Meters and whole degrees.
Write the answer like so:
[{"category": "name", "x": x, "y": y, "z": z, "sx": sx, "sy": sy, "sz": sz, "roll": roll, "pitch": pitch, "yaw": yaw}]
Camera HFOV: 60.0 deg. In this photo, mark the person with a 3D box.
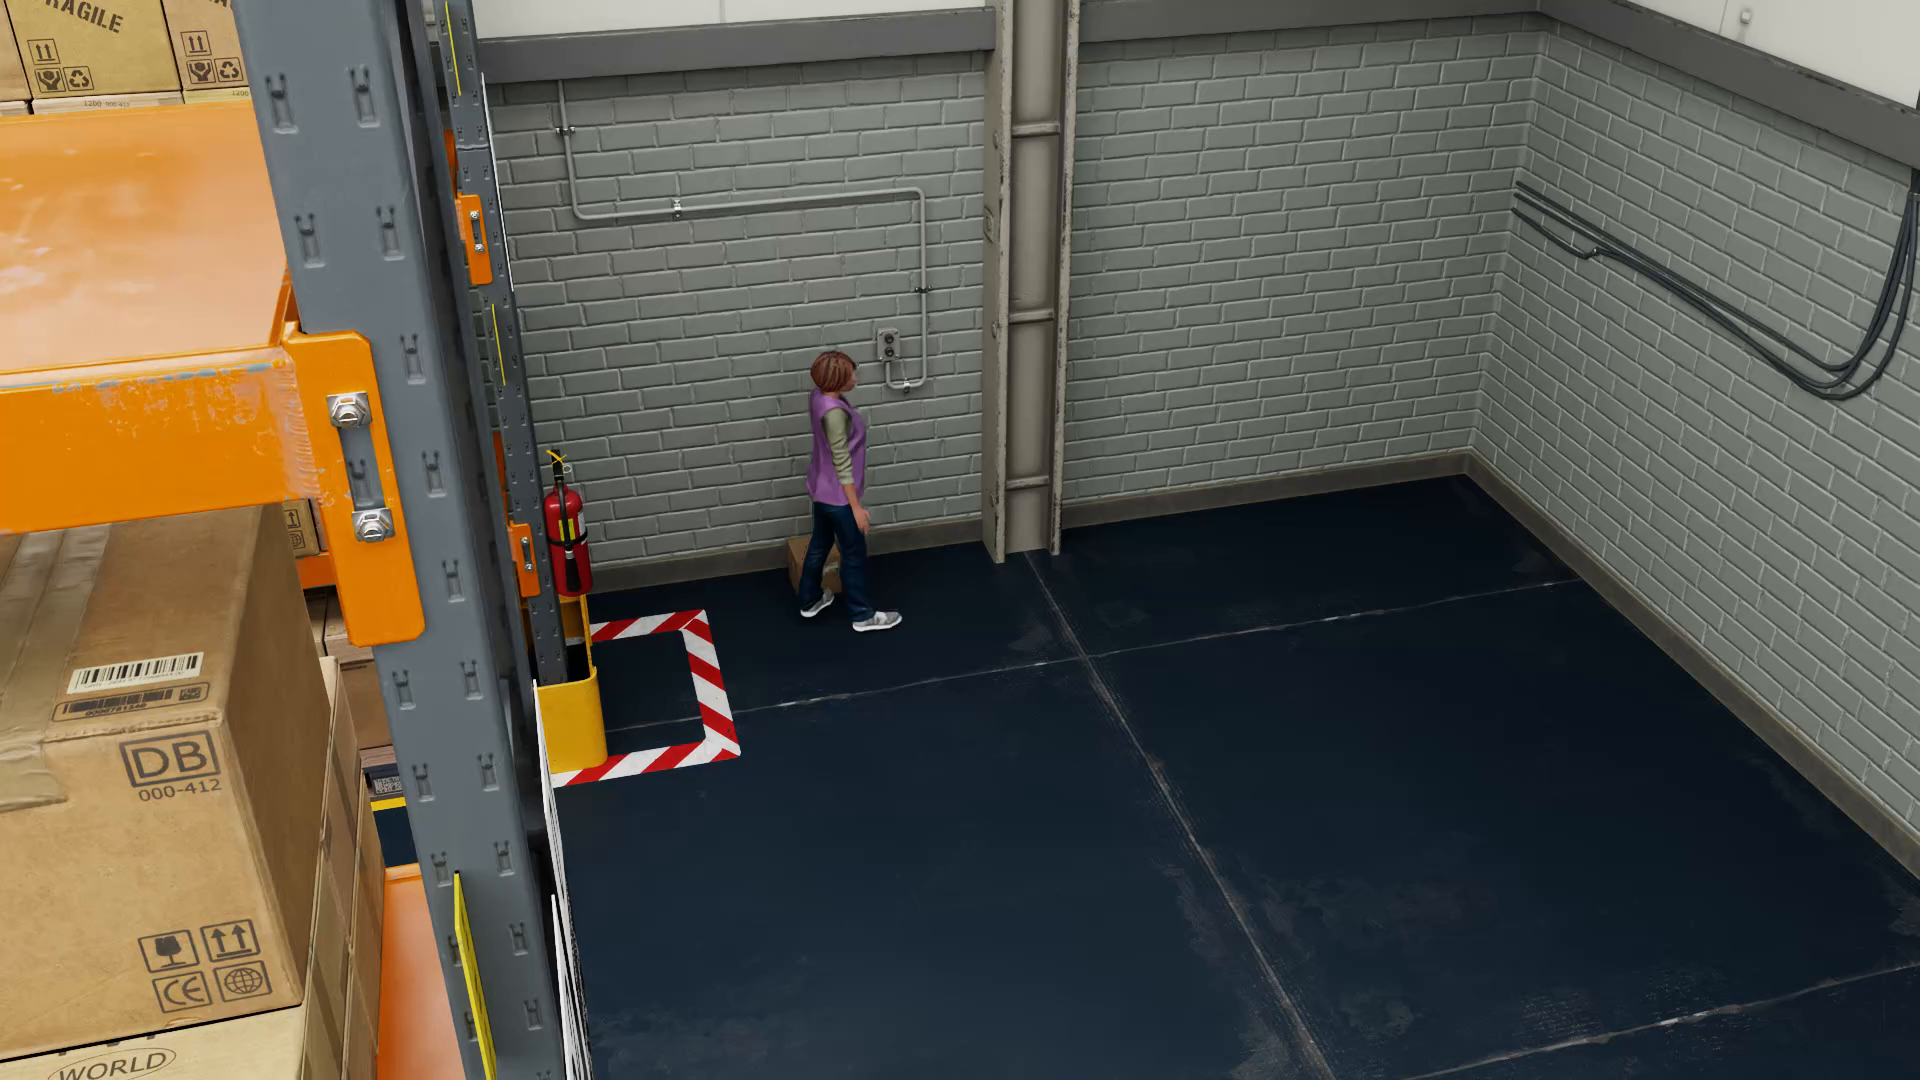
[{"category": "person", "x": -0.596, "y": -0.246, "z": 8.614, "sx": 0.525, "sy": 1.591, "sz": 0.561, "roll": -9, "pitch": 32, "yaw": -15}]
